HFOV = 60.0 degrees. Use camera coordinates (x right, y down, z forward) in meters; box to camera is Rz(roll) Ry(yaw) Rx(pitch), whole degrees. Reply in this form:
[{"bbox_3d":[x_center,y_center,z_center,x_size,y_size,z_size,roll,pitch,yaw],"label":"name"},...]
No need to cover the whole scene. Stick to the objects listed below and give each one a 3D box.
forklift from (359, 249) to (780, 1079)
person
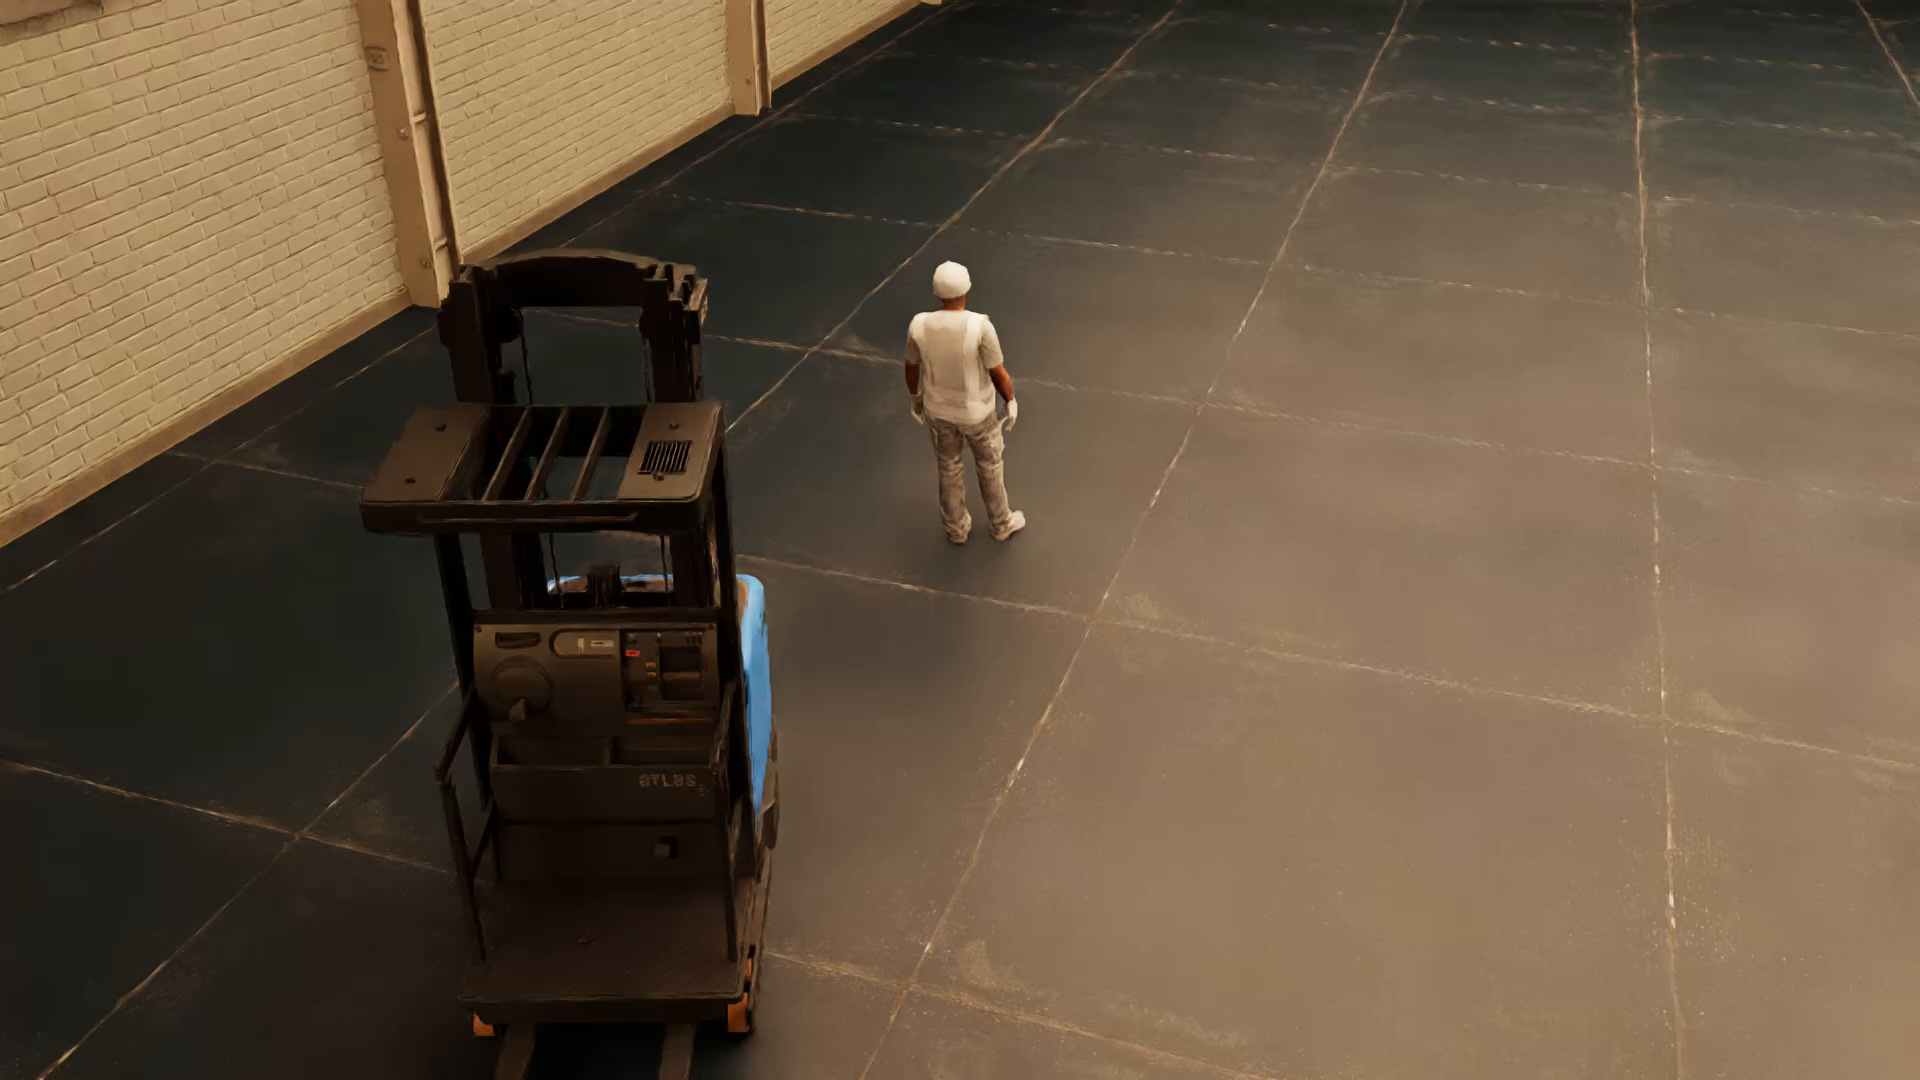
[{"bbox_3d":[-1.383,0.545,6.181,1.130,2.935,3.031,-1,30,-1],"label":"forklift"},{"bbox_3d":[0.031,-0.813,9.708,0.655,1.782,0.576,10,31,16],"label":"person"}]
